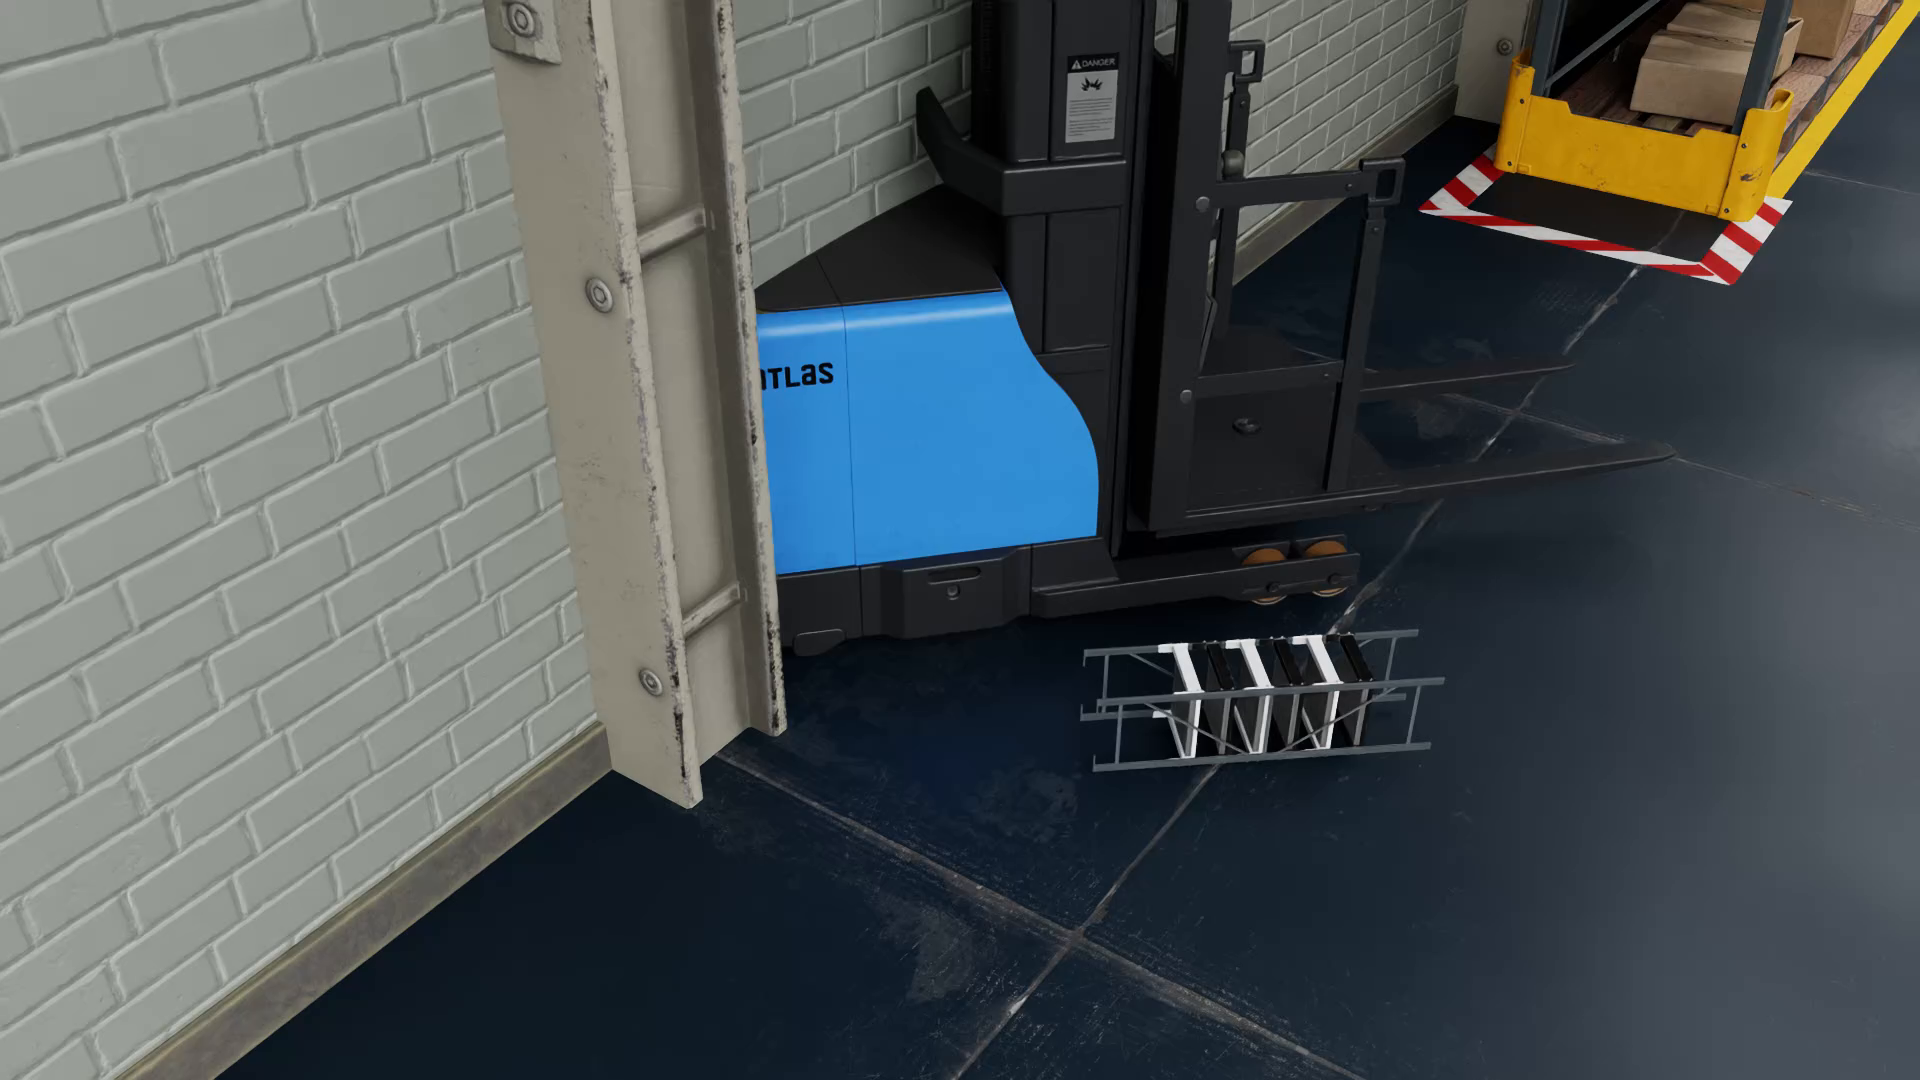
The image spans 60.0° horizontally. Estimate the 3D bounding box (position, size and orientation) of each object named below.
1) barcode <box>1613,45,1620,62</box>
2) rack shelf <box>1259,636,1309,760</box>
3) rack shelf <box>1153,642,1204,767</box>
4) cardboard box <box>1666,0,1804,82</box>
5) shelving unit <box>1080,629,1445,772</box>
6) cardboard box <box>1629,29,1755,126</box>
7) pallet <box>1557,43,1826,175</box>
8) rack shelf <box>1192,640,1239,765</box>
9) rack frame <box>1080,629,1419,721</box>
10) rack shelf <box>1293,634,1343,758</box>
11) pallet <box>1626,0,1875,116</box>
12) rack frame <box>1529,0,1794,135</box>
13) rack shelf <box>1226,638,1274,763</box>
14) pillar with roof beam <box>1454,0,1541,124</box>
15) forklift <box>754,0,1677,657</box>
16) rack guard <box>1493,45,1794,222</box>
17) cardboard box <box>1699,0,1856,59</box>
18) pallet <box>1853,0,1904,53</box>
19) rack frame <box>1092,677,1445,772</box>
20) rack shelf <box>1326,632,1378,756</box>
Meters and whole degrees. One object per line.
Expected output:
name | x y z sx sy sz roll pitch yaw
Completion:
barcode | 3.180 -2.357 8.057 0.001 0.075 0.075 21 39 28
rack shelf | 0.838 0.416 4.373 0.077 0.258 0.200 -3 34 -5
rack shelf | 0.569 0.431 4.350 0.077 0.258 0.200 -3 34 -5
cardboard box | 3.824 -2.480 8.247 0.500 0.311 0.500 25 41 32
shelving unit | 0.782 0.419 4.368 0.900 0.258 0.210 -3 34 -5
cardboard box | 3.499 -2.217 7.859 0.500 0.311 0.500 17 37 23
pallet | 3.566 -2.102 8.169 1.003 0.211 1.213 21 39 28
rack shelf | 0.659 0.426 4.358 0.077 0.258 0.200 -3 34 -5
rack frame | 0.771 0.362 4.452 0.900 0.240 0.006 -3 34 -5
rack shelf | 0.928 0.411 4.380 0.077 0.258 0.200 -3 34 -5
pallet | 4.262 -2.661 8.996 1.003 0.211 1.213 21 39 28
rack frame | 3.030 -2.859 6.800 1.000 3.000 0.127 21 39 28
rack shelf | 0.748 0.421 4.365 0.077 0.258 0.200 -3 34 -5
pillar with roof beam | 6.255 -4.568 3.971 9.100 9.000 0.400 21 39 28
forklift | 0.719 -1.303 4.560 3.031 2.935 1.130 -7 35 -10
rack guard | 3.074 -1.859 7.552 1.175 0.500 0.348 21 39 28
cardboard box | 4.283 -2.880 8.669 0.700 0.500 0.500 19 38 25
pallet | 4.957 -3.224 9.830 1.003 0.211 1.213 21 39 28
rack frame | 0.792 0.476 4.284 0.900 0.240 0.006 -3 34 -5
rack shelf | 1.017 0.406 4.387 0.077 0.258 0.200 -3 34 -5
